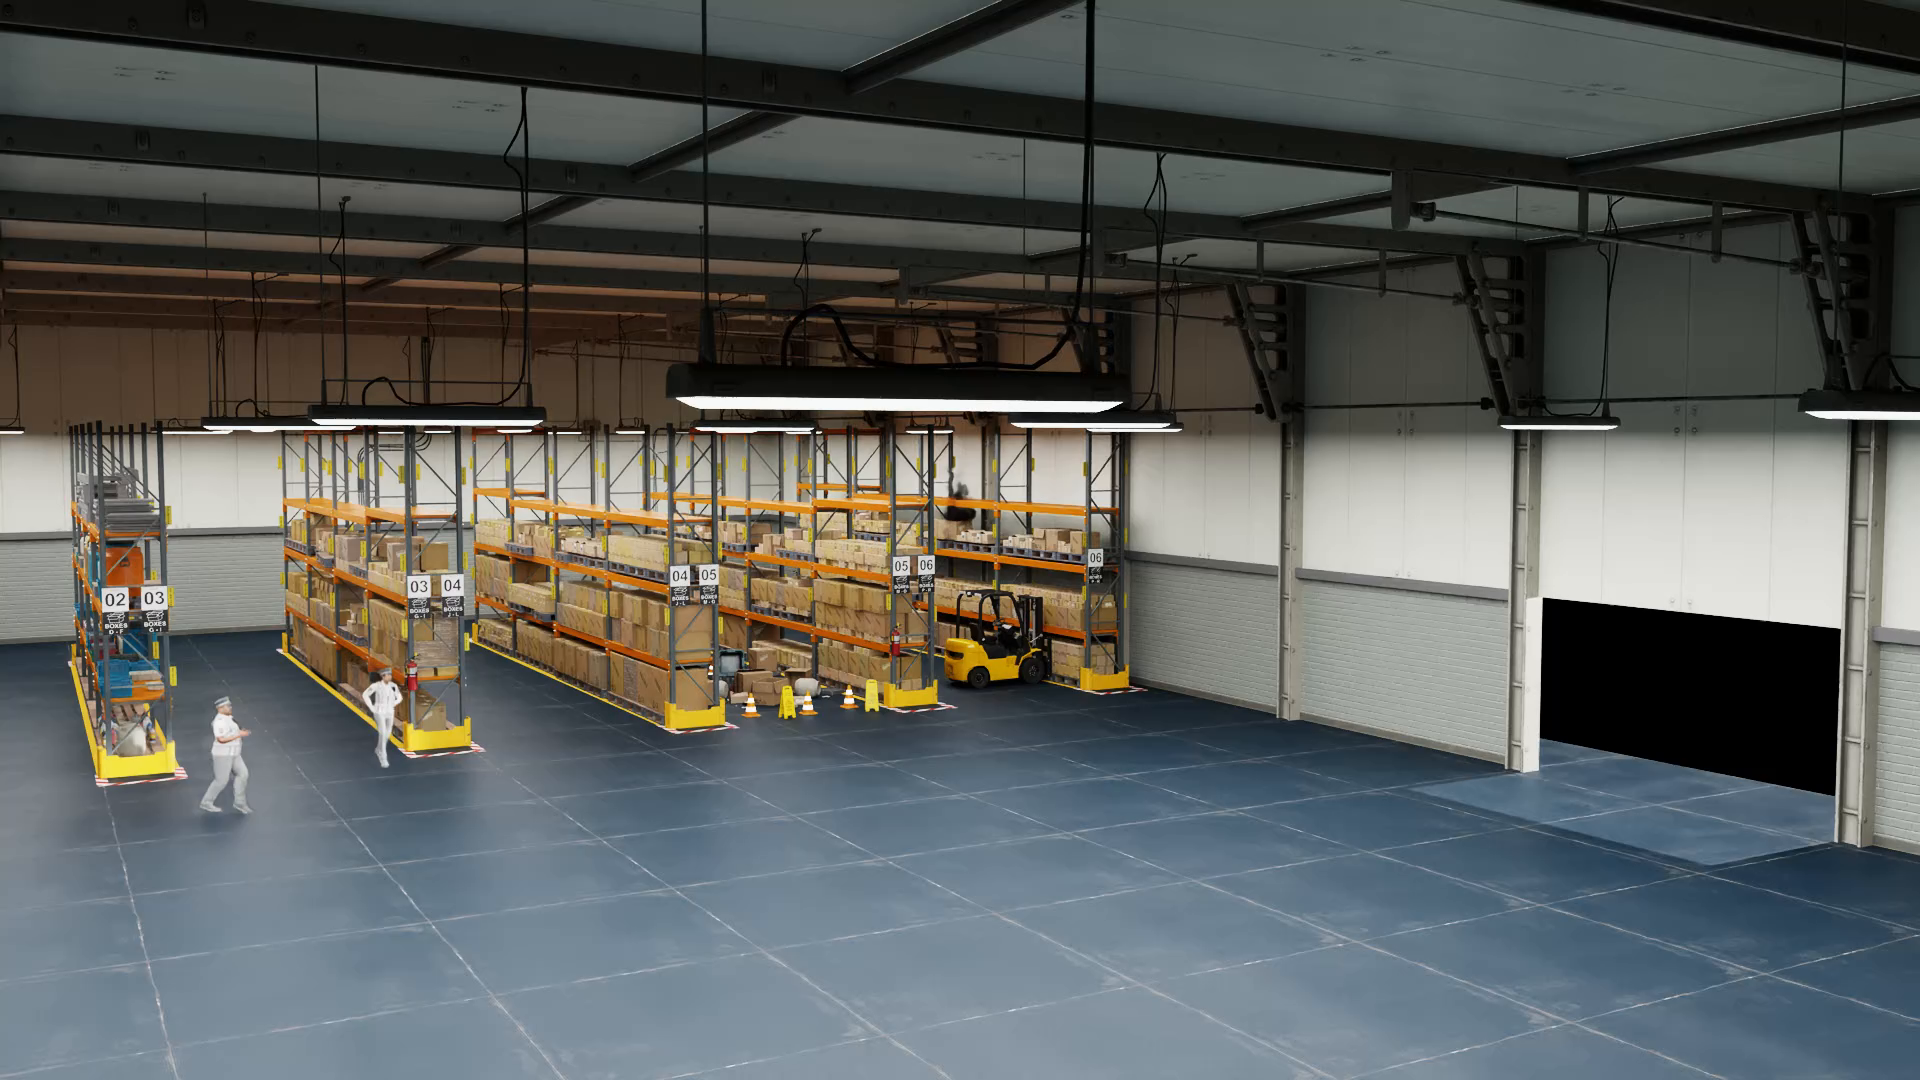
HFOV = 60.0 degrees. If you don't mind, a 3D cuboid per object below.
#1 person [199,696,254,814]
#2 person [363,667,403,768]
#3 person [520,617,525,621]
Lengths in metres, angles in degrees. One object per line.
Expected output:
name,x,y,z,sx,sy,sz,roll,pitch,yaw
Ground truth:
person,-11.110,3.279,25.164,0.763,1.845,0.643,0,4,-6
person,-10.084,3.076,29.211,0.891,1.702,0.616,3,5,43
person,-12.648,1.864,48.784,0.787,1.739,0.586,-2,4,-23
